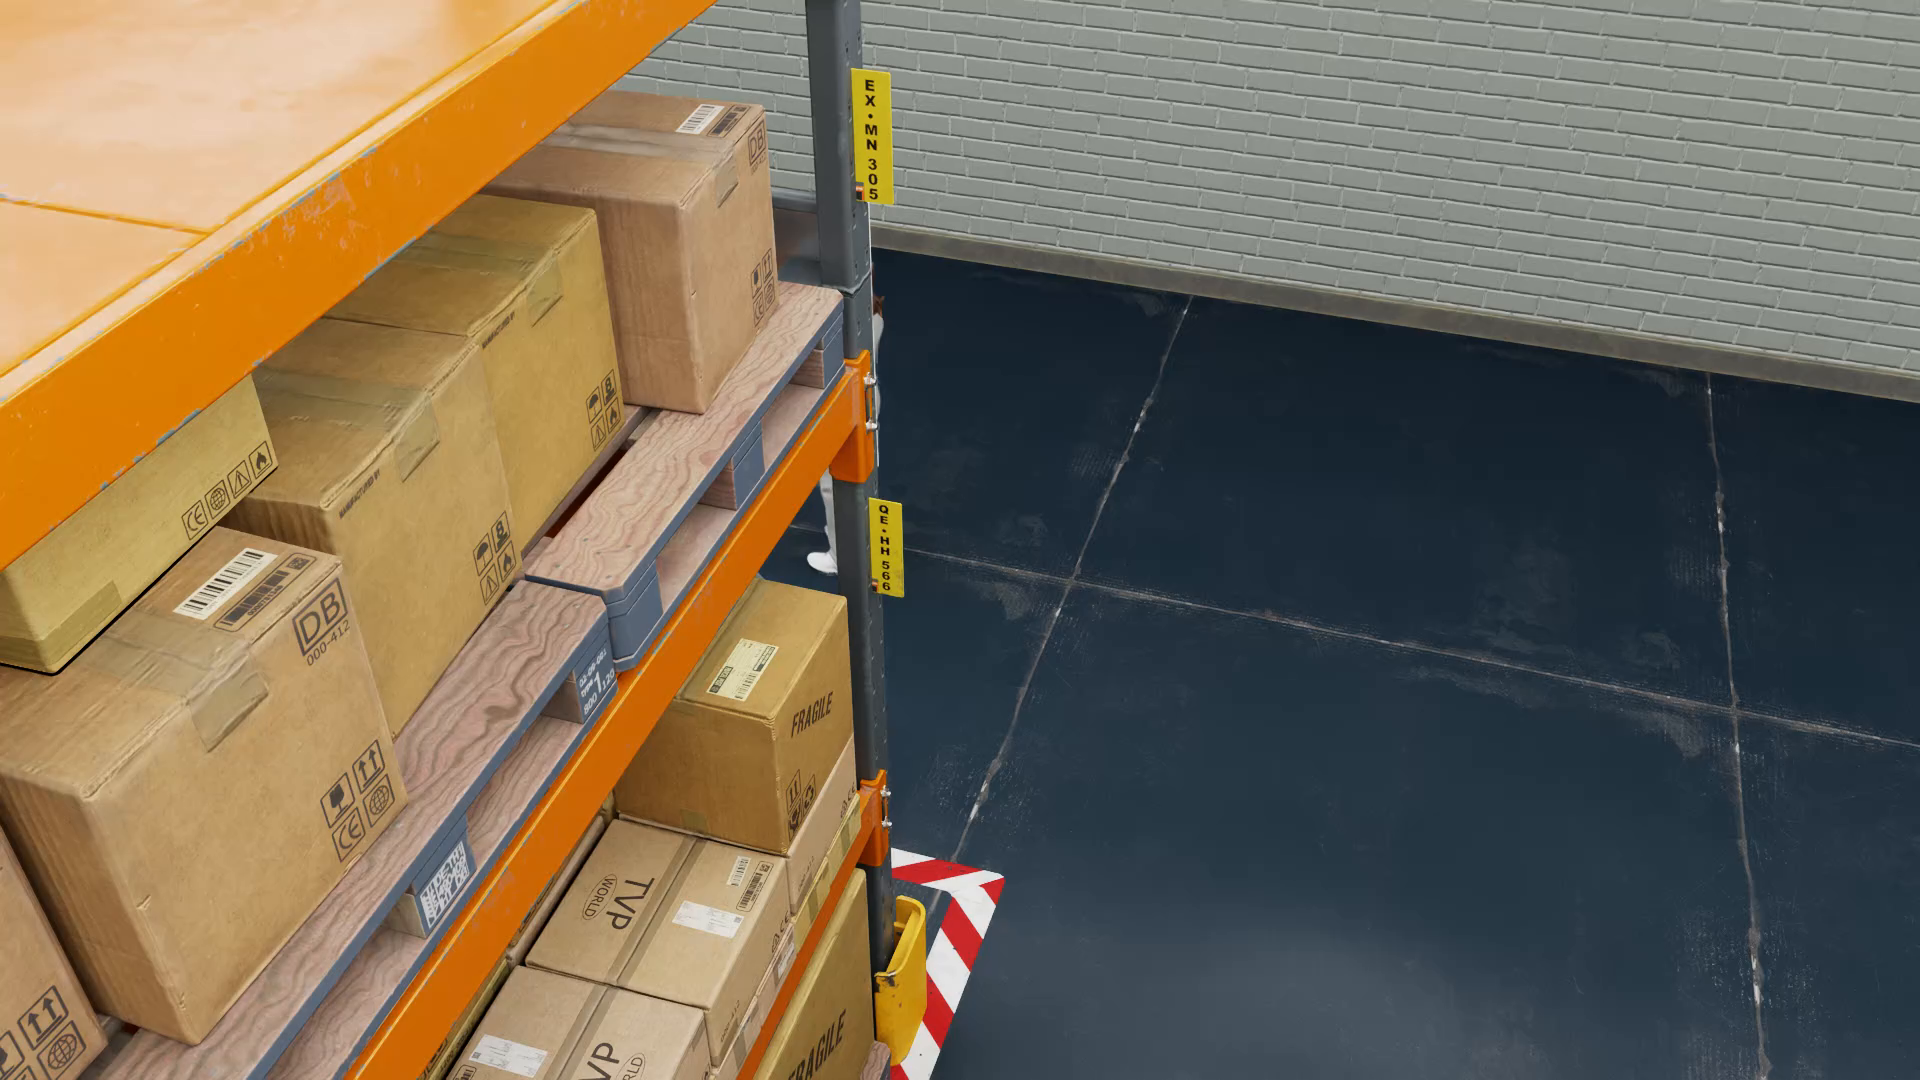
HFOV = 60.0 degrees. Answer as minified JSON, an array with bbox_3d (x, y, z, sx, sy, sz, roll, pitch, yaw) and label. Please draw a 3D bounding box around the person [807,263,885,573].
[{"bbox_3d":[-0.581,-0.583,7.669,0.544,1.663,0.445,14,40,18],"label":"person"}]
